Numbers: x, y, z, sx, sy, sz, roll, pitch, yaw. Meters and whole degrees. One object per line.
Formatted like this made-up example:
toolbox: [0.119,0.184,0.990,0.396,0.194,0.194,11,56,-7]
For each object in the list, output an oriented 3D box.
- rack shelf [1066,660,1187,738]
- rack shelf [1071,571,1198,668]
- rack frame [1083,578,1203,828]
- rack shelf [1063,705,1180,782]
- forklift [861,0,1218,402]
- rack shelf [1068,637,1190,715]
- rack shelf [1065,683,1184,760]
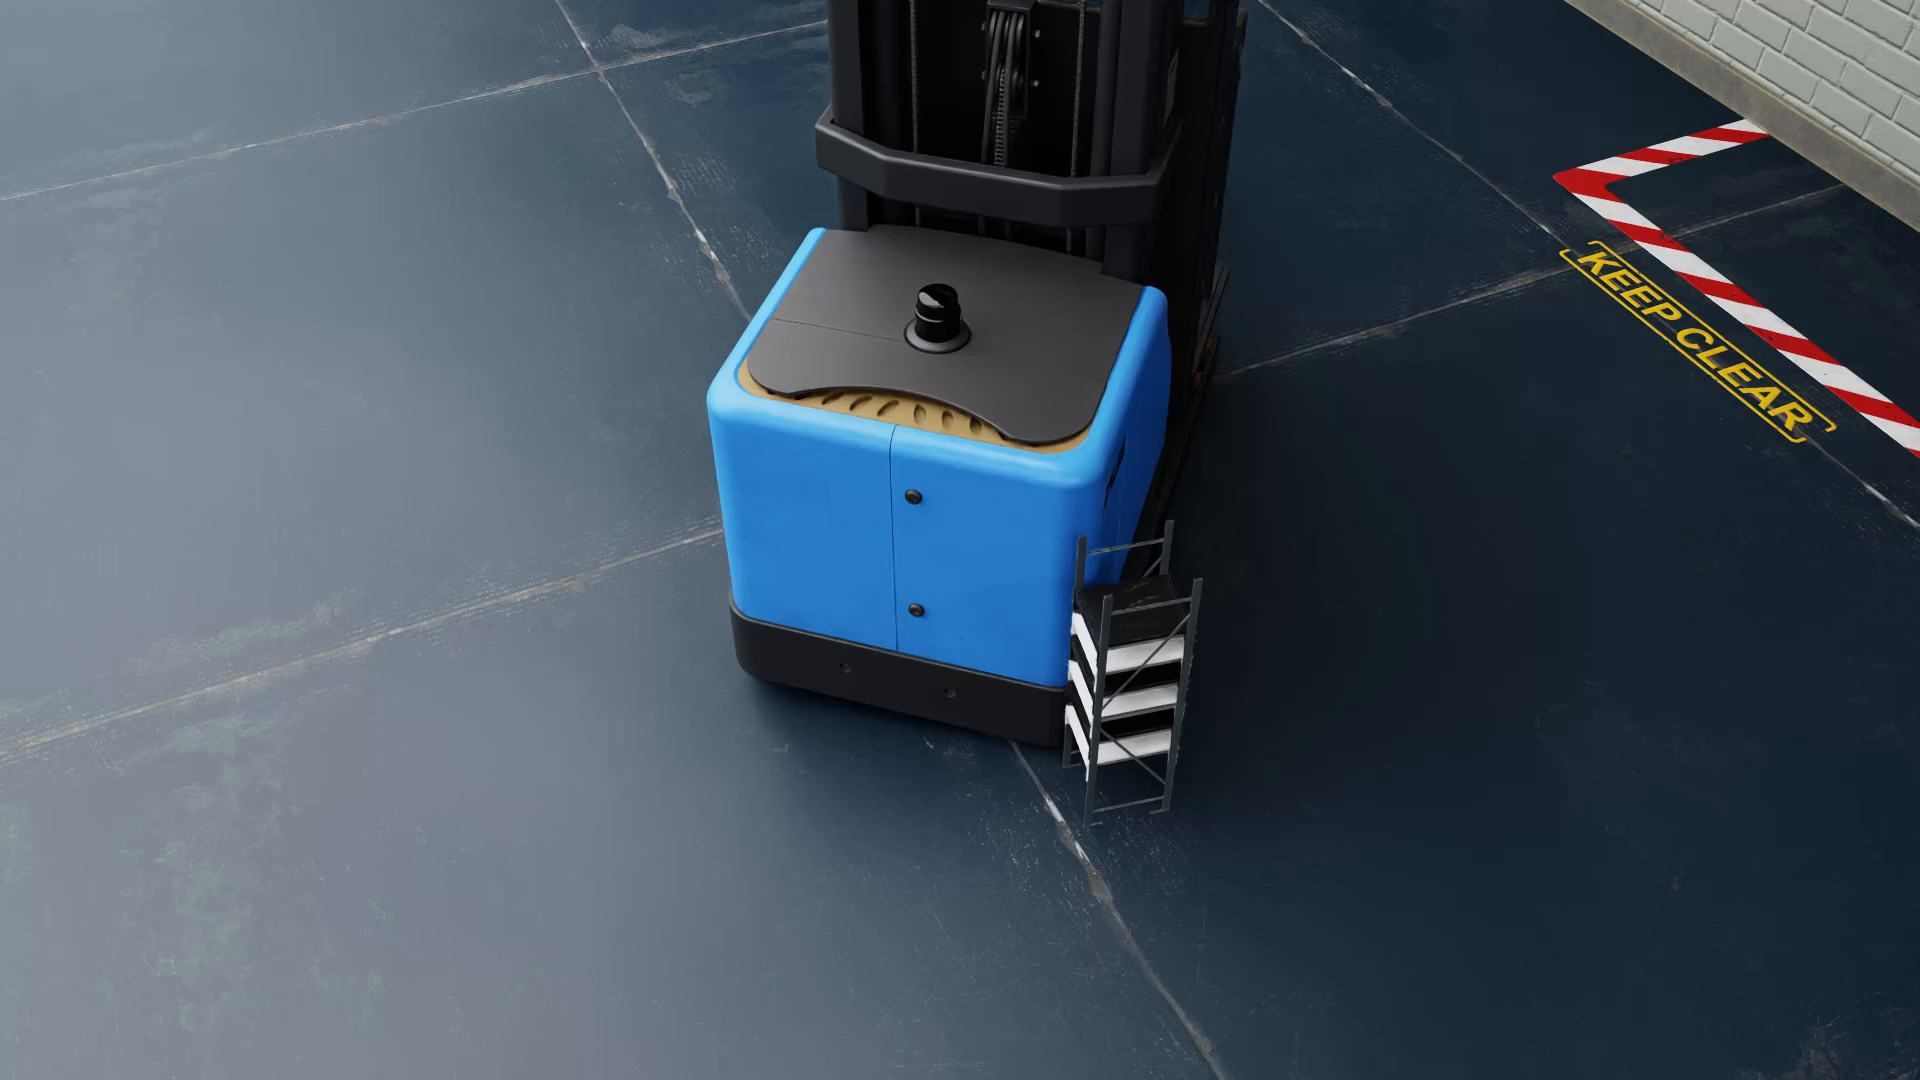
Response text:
rack shelf: [0.425,0.385,4.266,0.258,0.077,0.200,-10,45,-10]
rack shelf: [0.425,0.193,4.077,0.258,0.077,0.200,-10,45,-10]
rack frame: [0.449,0.431,4.173,0.240,0.900,0.006,-10,45,-10]
rack shelf: [0.425,0.494,4.373,0.221,0.011,0.190,-10,45,-10]
forklift: [0.275,-1.527,4.711,1.121,2.935,3.031,12,46,12]
rack shelf: [0.425,0.321,4.203,0.258,0.077,0.200,-10,45,-10]
rack shelf: [0.425,0.449,4.330,0.258,0.077,0.200,-10,45,-10]
